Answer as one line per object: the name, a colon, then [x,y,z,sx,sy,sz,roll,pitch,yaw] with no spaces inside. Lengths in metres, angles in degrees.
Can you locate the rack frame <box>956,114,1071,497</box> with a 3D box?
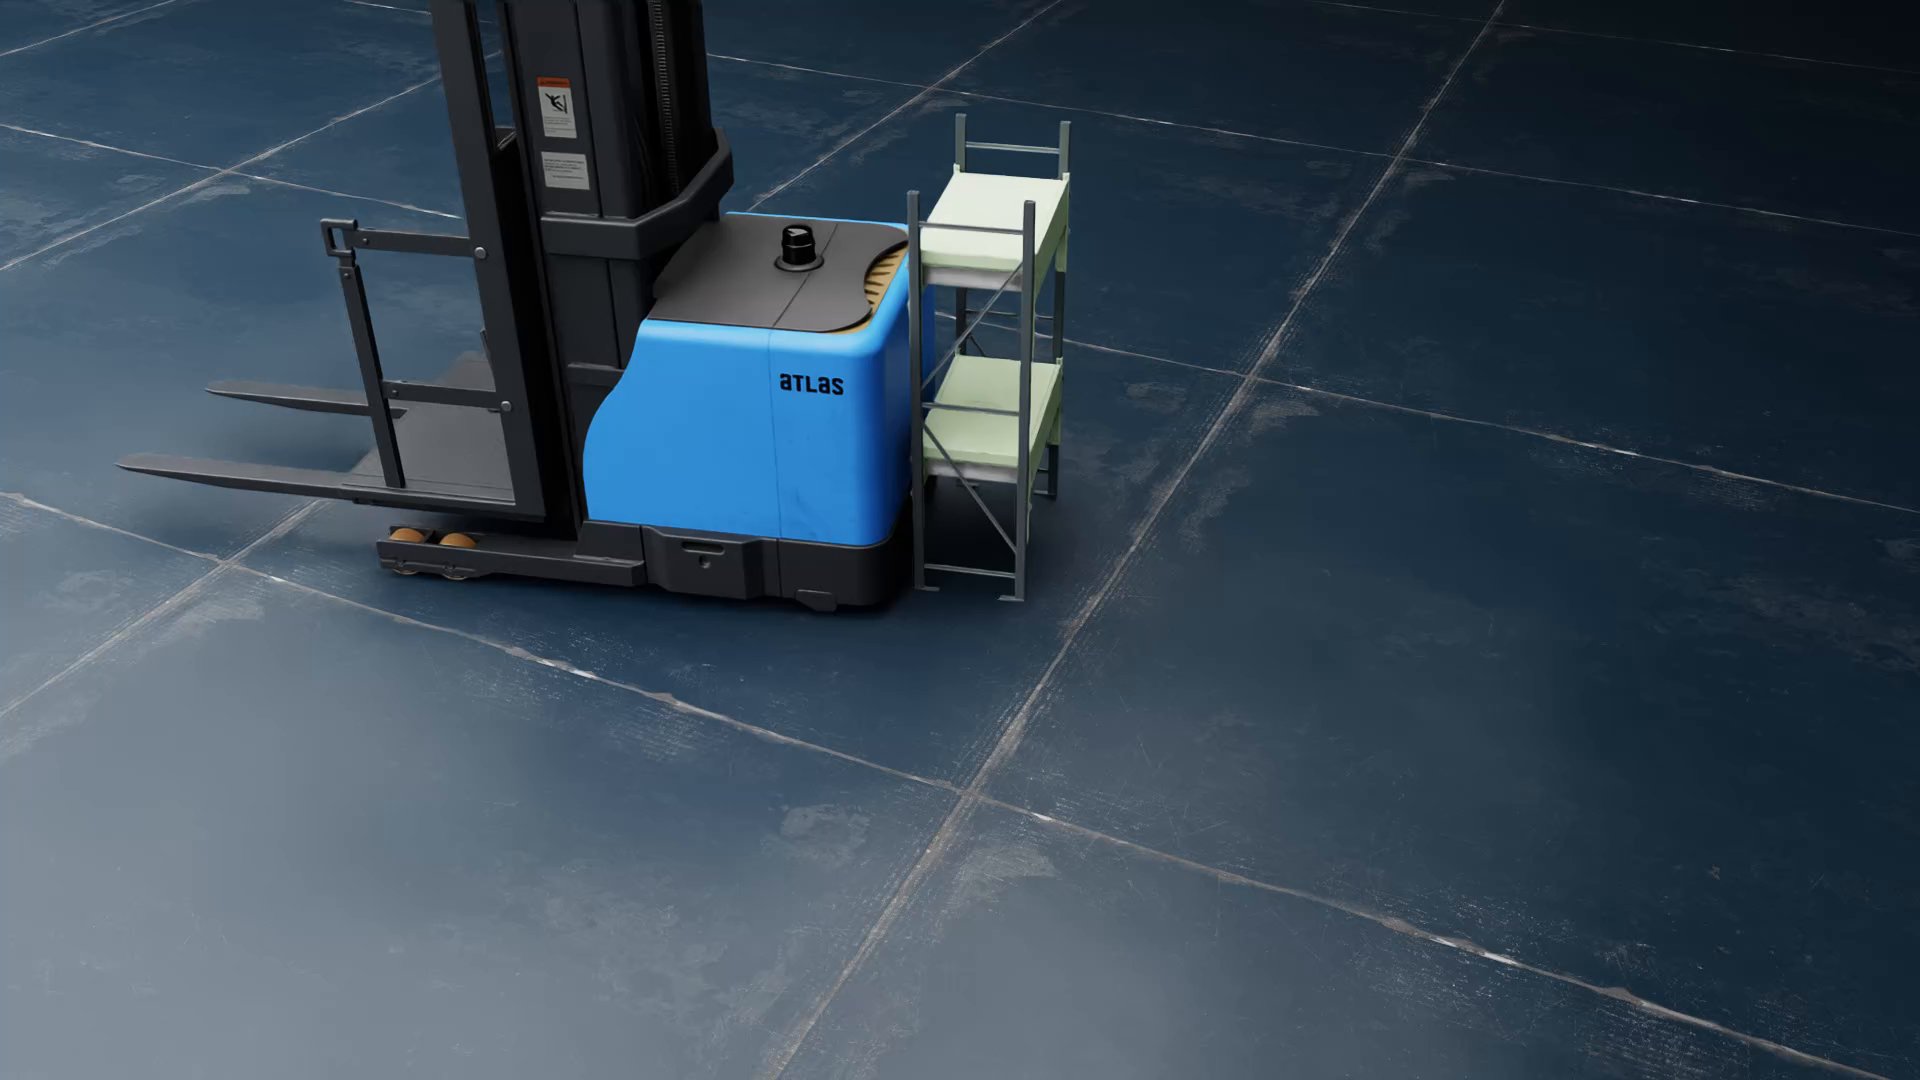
rack frame: [0.183,-0.825,6.140,0.400,1.500,0.023,6,34,10]

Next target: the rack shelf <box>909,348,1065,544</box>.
rack shelf: [0.109,-0.356,6.019,0.431,0.370,0.720,6,34,10]

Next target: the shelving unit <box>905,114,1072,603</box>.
shelving unit: [0.109,-0.628,5.840,0.431,1.500,0.755,6,34,10]

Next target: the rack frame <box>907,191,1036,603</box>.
rack frame: [0.034,-0.432,5.541,0.400,1.500,0.023,6,34,10]

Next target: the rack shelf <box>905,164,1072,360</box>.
rack shelf: [0.109,-0.955,5.626,0.431,0.370,0.720,6,34,10]

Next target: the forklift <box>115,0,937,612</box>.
forklift: [-1.647,-1.358,5.648,3.031,2.935,1.130,6,34,9]
